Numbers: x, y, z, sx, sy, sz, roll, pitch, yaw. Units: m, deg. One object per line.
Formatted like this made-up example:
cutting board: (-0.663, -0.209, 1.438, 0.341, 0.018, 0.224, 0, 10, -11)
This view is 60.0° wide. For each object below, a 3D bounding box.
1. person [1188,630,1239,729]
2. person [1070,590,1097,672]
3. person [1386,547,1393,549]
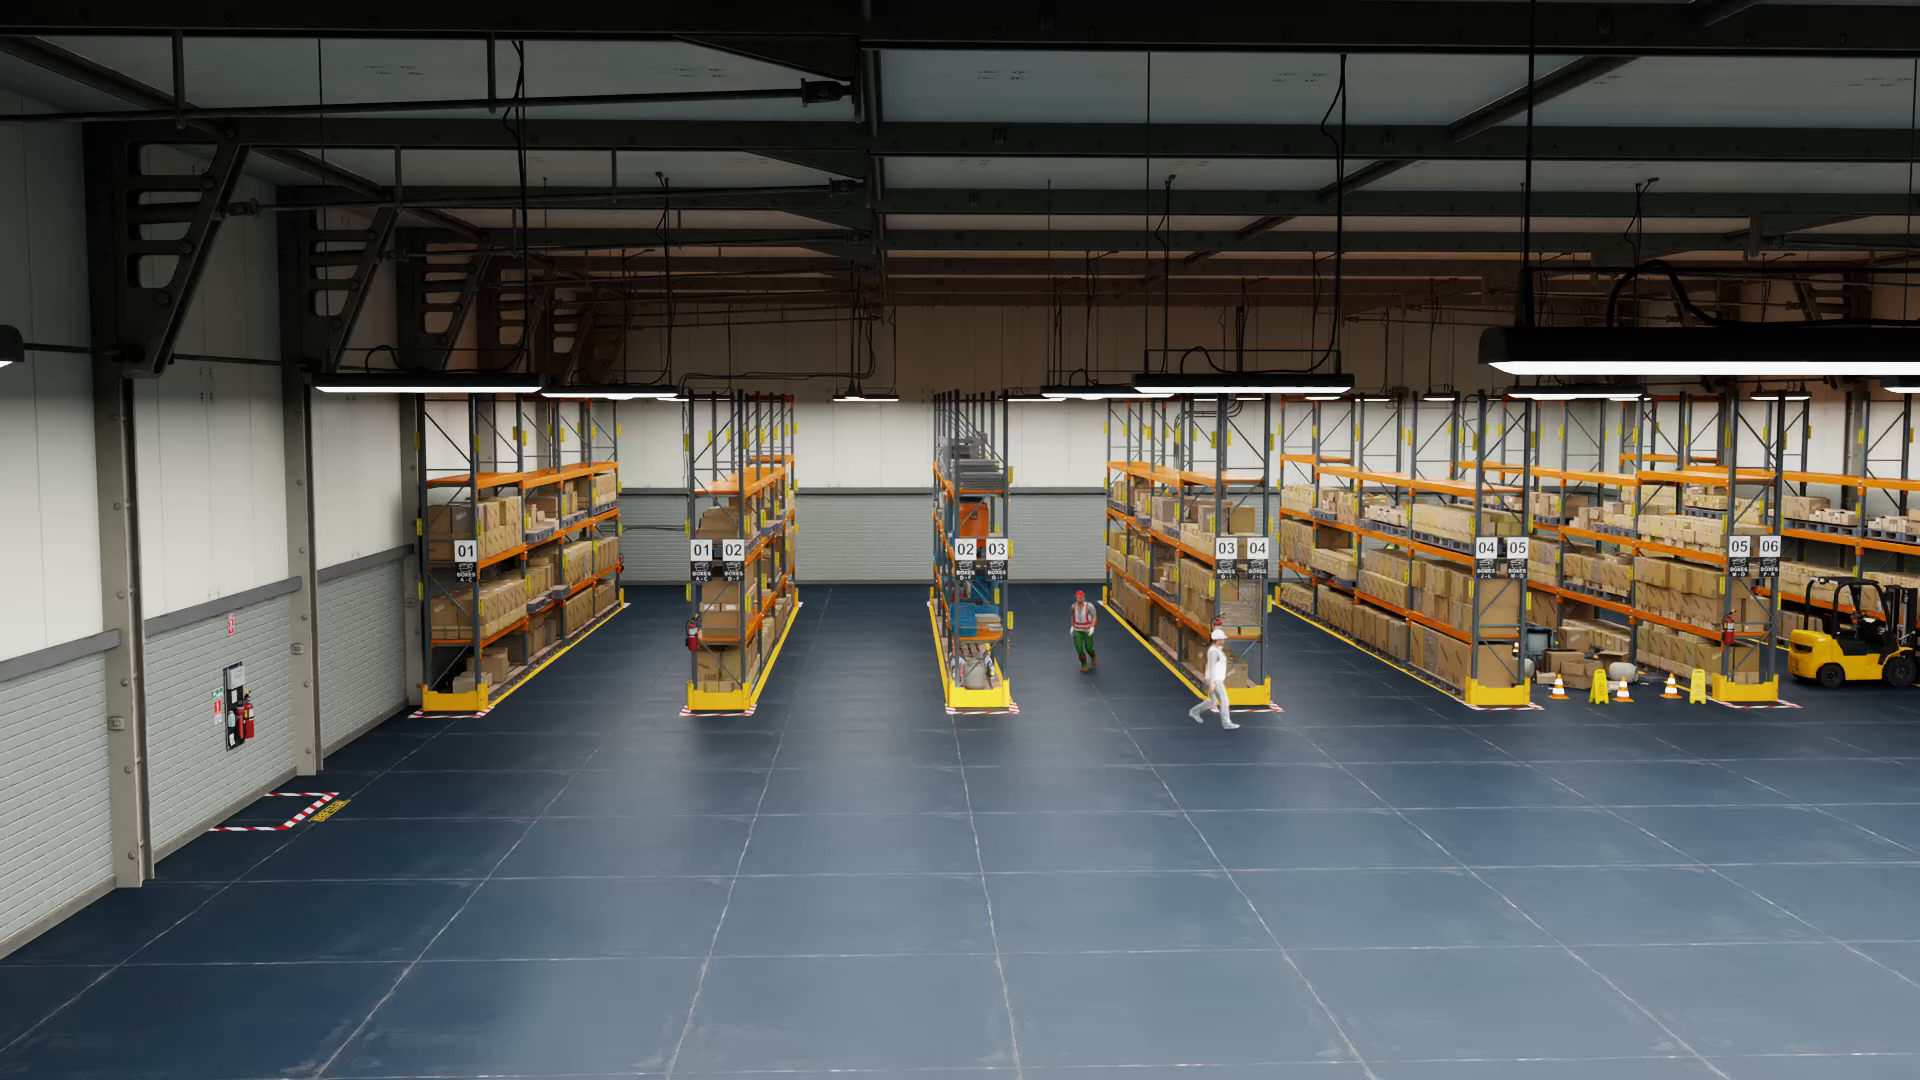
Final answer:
person: (4.505, 2.455, 29.437, 0.917, 1.749, 0.570, 1, 5, 13)
person: (2.672, 1.936, 35.802, 0.600, 1.748, 0.745, 2, 5, 21)
person: (12.131, 1.032, 47.233, 1.133, 1.687, 0.540, 3, 5, 31)
